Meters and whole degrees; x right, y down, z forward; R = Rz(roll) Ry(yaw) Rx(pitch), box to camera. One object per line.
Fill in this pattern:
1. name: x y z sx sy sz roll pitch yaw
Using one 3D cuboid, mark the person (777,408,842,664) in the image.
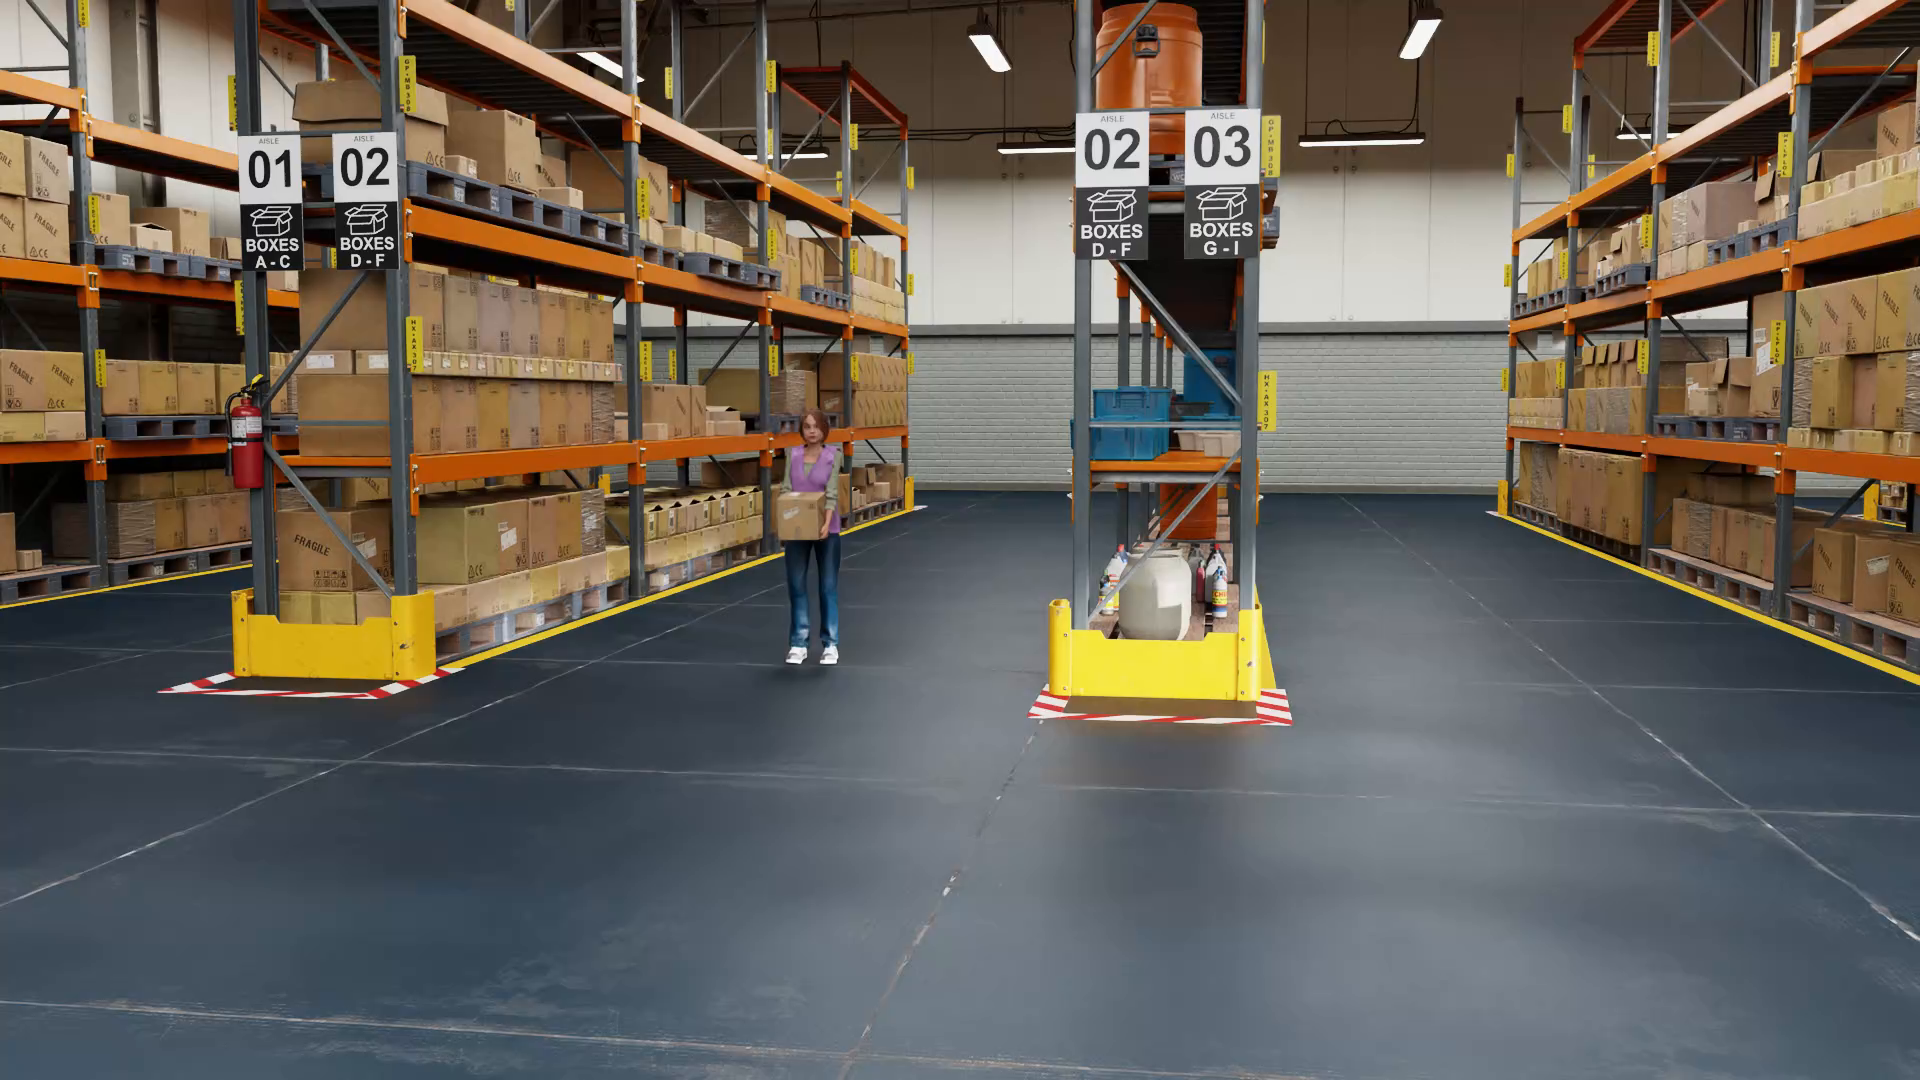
1. person: -0.932 -0.017 10.361 0.375 1.600 0.502 1 5 8
